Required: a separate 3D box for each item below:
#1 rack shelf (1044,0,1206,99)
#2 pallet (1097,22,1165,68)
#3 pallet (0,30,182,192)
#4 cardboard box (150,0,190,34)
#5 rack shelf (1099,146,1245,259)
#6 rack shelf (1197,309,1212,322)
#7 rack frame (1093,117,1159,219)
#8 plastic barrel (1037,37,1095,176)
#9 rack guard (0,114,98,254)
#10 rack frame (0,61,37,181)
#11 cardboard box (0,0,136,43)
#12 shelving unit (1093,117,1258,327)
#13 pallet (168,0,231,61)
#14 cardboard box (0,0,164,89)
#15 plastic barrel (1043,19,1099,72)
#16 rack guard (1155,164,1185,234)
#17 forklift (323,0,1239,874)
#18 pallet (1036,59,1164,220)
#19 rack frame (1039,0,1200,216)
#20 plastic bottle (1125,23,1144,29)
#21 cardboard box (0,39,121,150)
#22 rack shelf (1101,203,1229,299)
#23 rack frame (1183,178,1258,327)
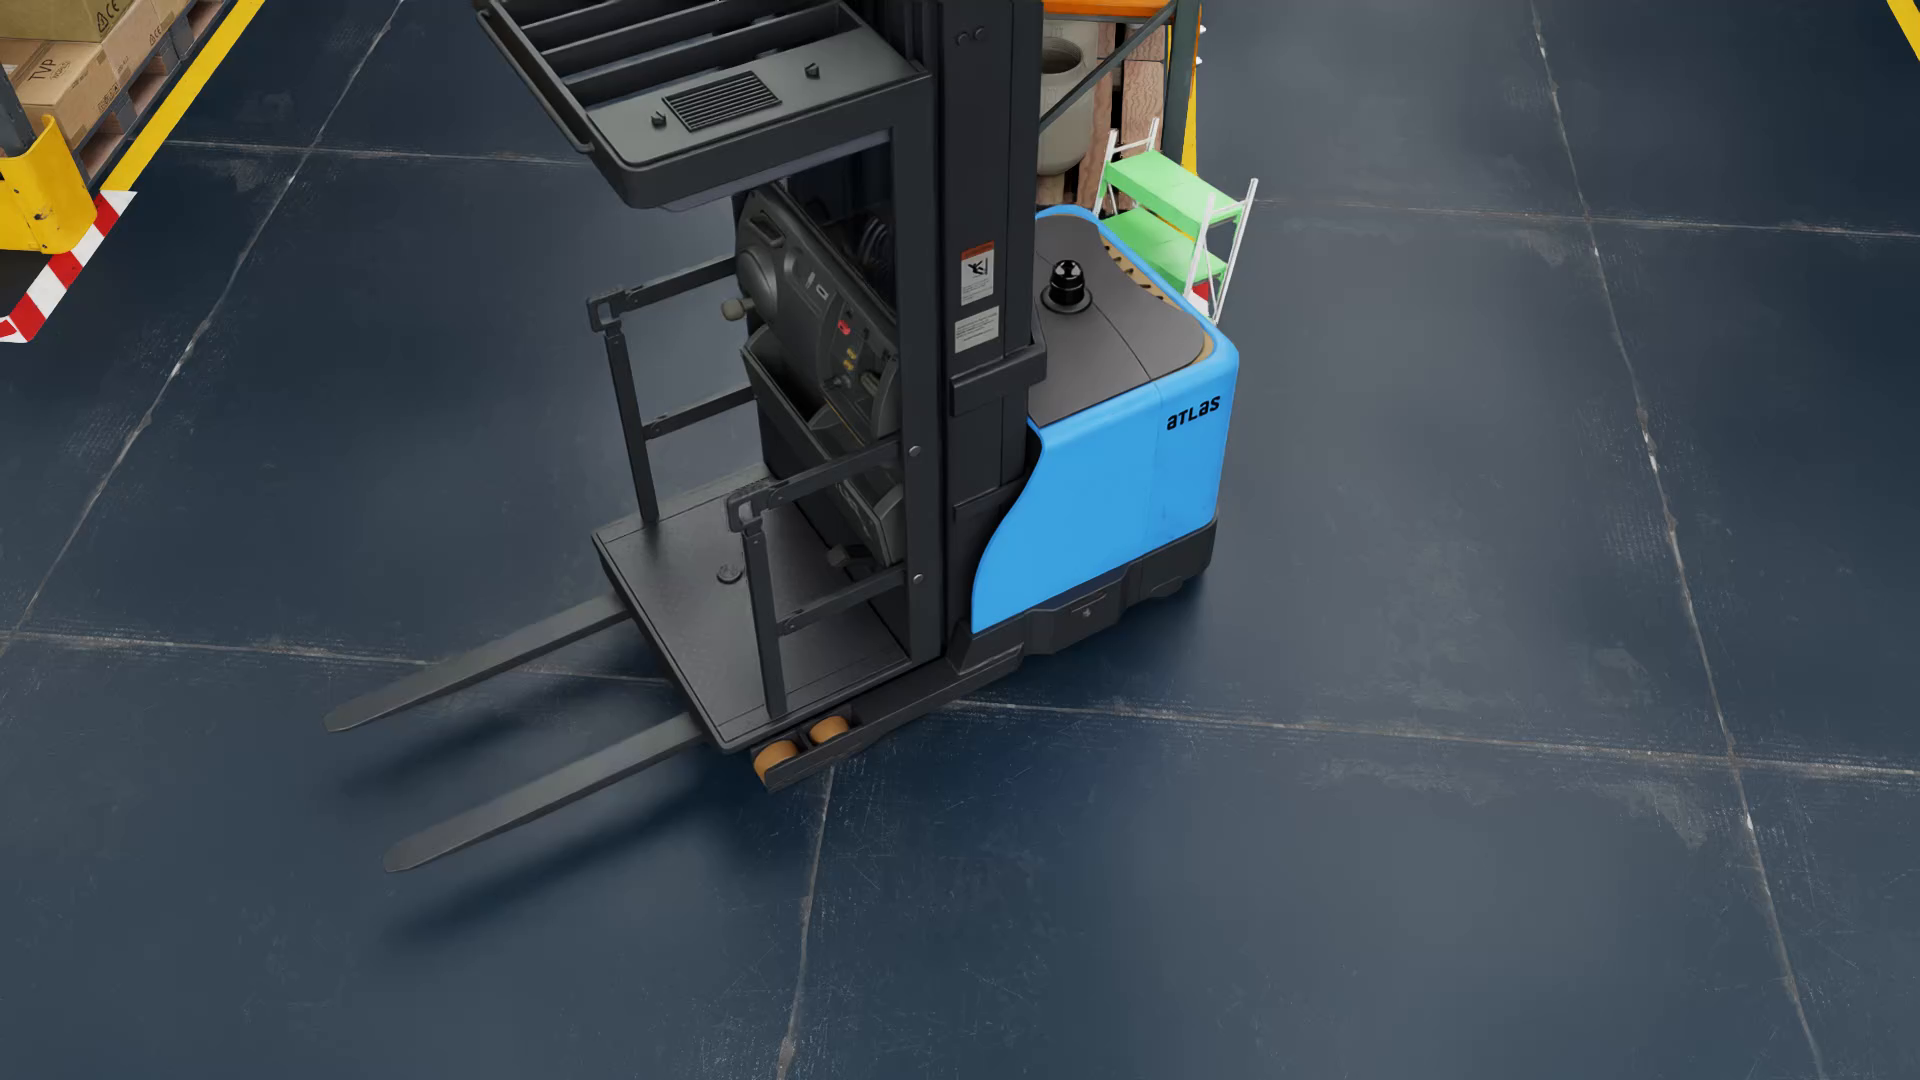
[{"bbox_3d":[0.580,-3.357,7.775,1.077,0.370,4.000,4,48,4],"label":"rack shelf"},{"bbox_3d":[0.551,-2.739,8.612,1.003,0.211,1.213,4,48,4],"label":"pallet"},{"bbox_3d":[-4.507,-2.090,8.018,1.003,0.211,1.213,4,48,4],"label":"pallet"},{"bbox_3d":[-4.176,-2.794,8.352,0.500,0.250,0.500,4,48,4],"label":"cardboard box"},{"bbox_3d":[0.763,-1.217,5.973,0.258,0.148,0.480,-25,52,-34],"label":"rack shelf"},{"bbox_3d":[0.697,-0.859,6.286,0.258,0.148,0.480,-25,52,-34],"label":"rack shelf"},{"bbox_3d":[0.549,-1.044,6.370,0.240,1.200,0.015,-25,52,-34],"label":"rack frame"},{"bbox_3d":[0.382,-1.921,7.376,0.421,0.512,0.421,0,48,0],"label":"plastic barrel"},{"bbox_3d":[-4.537,-1.605,7.379,1.175,0.500,0.348,4,48,4],"label":"rack guard"},{"bbox_3d":[-4.534,-2.466,6.473,1.000,3.000,0.127,4,48,4],"label":"rack frame"},{"bbox_3d":[-4.220,-2.680,7.739,0.500,0.500,0.500,4,48,4],"label":"cardboard box"},{"bbox_3d":[0.706,-0.906,6.244,0.258,1.200,0.503,-25,52,-34],"label":"shelving unit"},{"bbox_3d":[-4.393,-2.984,8.836,1.003,0.211,1.213,4,48,4],"label":"pallet"},{"bbox_3d":[-4.222,-2.427,8.015,0.500,0.250,0.500,4,48,4],"label":"cardboard box"},{"bbox_3d":[0.427,-2.289,7.713,0.421,0.512,0.421,0,48,0],"label":"plastic barrel"},{"bbox_3d":[0.358,-1.346,7.142,1.175,0.500,0.348,4,48,4],"label":"rack guard"},{"bbox_3d":[-0.607,-0.617,4.828,3.031,2.935,1.130,-24,52,-20],"label":"forklift"},{"bbox_3d":[0.437,-1.845,7.794,1.003,0.211,1.213,4,48,4],"label":"pallet"},{"bbox_3d":[0.398,-2.130,6.166,1.000,3.000,0.127,4,48,4],"label":"rack frame"},{"bbox_3d":[0.873,-2.669,8.209,0.097,0.271,0.097,0,48,0],"label":"plastic bottle"},{"bbox_3d":[-4.264,-2.059,7.679,0.500,0.250,0.500,4,48,4],"label":"cardboard box"},{"bbox_3d":[0.730,-1.038,6.130,0.258,0.148,0.480,-25,52,-34],"label":"rack shelf"},{"bbox_3d":[0.863,-0.768,6.119,0.240,1.200,0.015,-25,52,-34],"label":"rack frame"}]
